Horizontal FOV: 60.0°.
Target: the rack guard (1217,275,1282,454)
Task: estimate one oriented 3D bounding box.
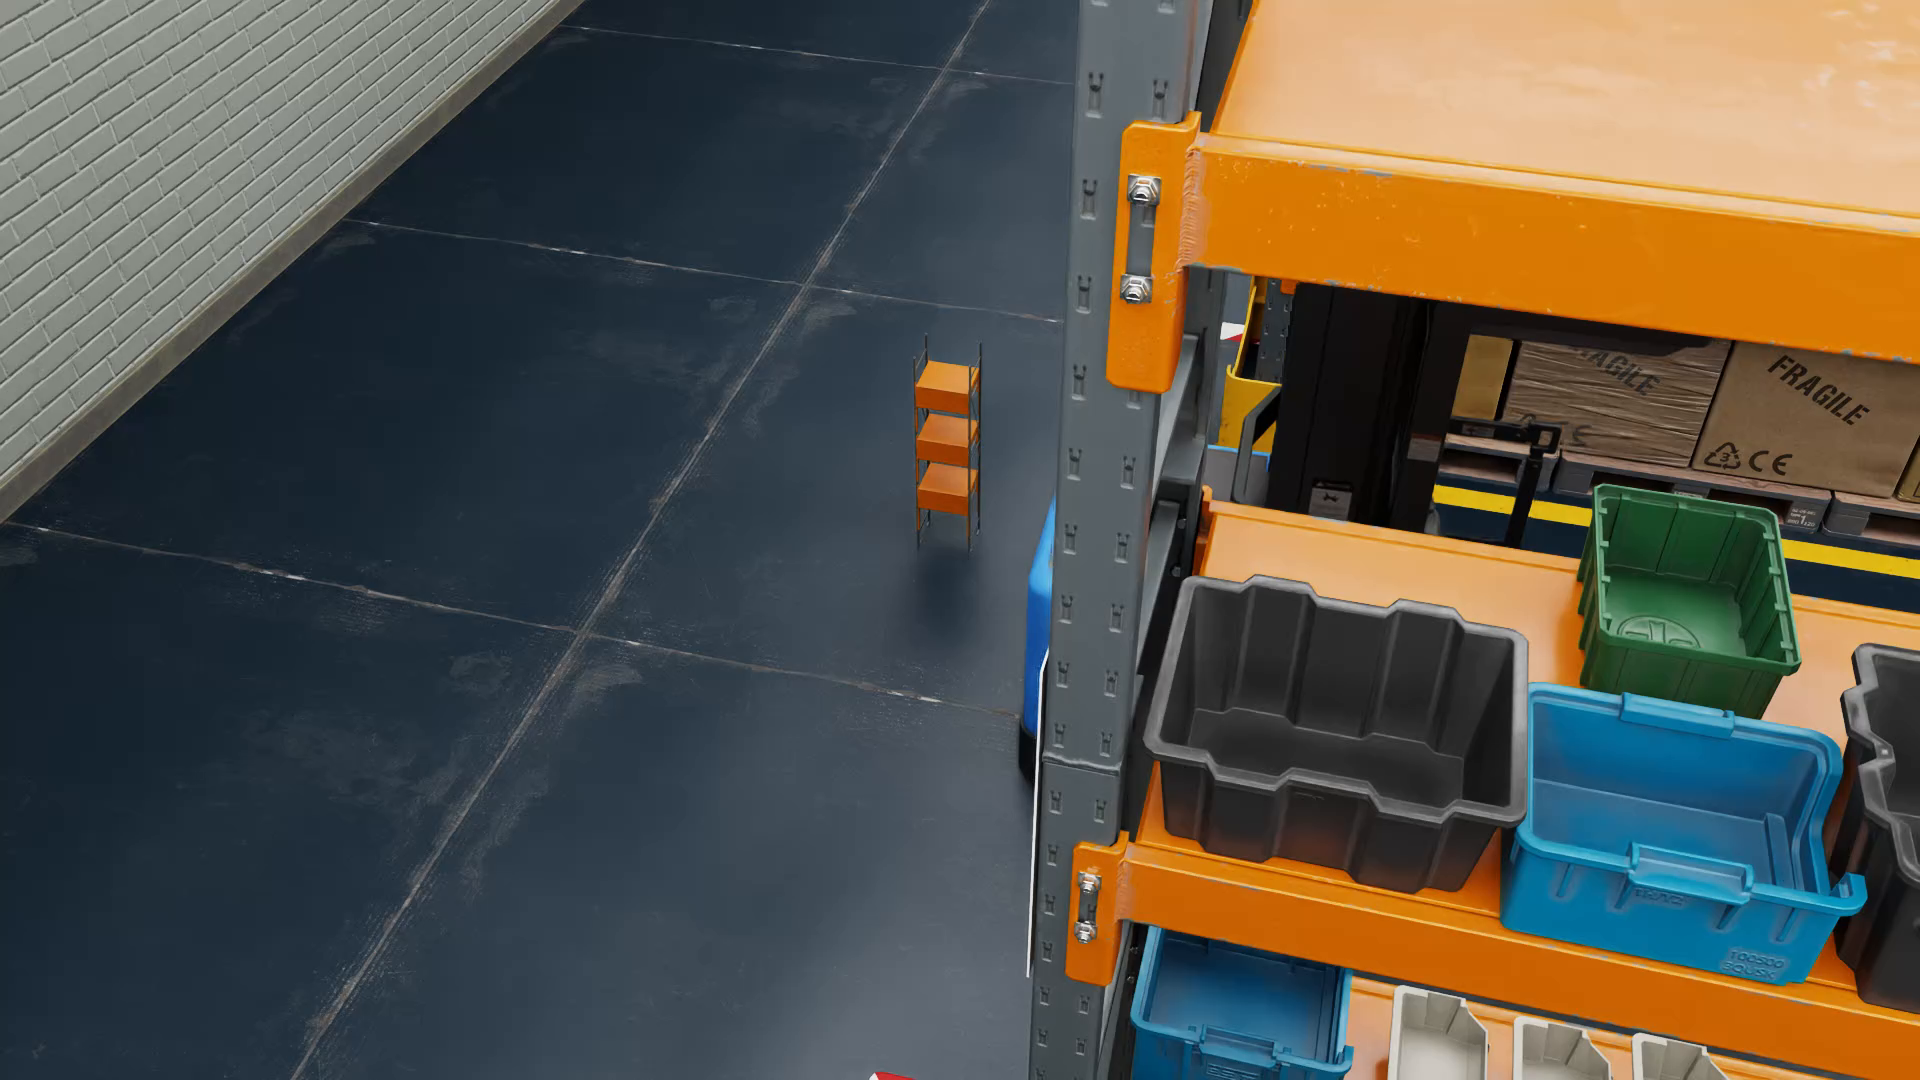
[{"bbox_3d":[1.580,-0.918,8.478,0.348,0.500,1.175,10,41,11],"label":"rack guard"}]

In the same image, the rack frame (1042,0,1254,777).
[{"bbox_3d":[0.323,-1.091,2.076,0.127,3.000,1.000,10,41,11],"label":"rack frame"}]

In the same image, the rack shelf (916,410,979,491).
[{"bbox_3d":[-0.052,-0.403,7.454,0.240,0.259,0.215,10,41,11],"label":"rack shelf"}]

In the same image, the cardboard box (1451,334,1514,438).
[{"bbox_3d":[2.242,-1.161,8.150,0.875,0.875,0.875,10,41,11],"label":"cardboard box"}]

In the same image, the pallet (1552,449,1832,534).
[{"bbox_3d":[3.570,-0.514,8.223,1.213,0.211,1.003,10,41,11],"label":"pallet"}]

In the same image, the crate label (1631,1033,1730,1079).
[{"bbox_3d":[1.709,1.396,3.939,0.243,0.136,0.396,10,41,11],"label":"crate label"}]

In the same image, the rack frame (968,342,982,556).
[{"bbox_3d":[0.066,-0.391,7.423,0.008,1.050,0.200,10,41,11],"label":"rack frame"}]

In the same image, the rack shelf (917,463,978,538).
[{"bbox_3d":[-0.052,-0.190,7.633,0.240,0.259,0.215,10,41,11],"label":"rack shelf"}]

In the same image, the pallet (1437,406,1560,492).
[{"bbox_3d":[2.395,-0.719,8.466,1.213,0.211,1.003,10,41,11],"label":"pallet"}]

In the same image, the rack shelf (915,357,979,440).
[{"bbox_3d":[-0.052,-0.620,7.272,0.240,0.259,0.215,10,41,11],"label":"rack shelf"}]

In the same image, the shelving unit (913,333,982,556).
[{"bbox_3d":[-0.052,-0.411,7.448,0.252,1.050,0.215,10,41,11],"label":"shelving unit"}]

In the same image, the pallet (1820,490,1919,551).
[{"bbox_3d":[4.753,-0.313,7.983,1.213,0.211,1.003,10,41,11],"label":"pallet"}]

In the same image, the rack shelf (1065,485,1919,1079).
[{"bbox_3d":[2.255,0.666,2.877,4.000,0.370,1.077,10,41,11],"label":"rack shelf"}]

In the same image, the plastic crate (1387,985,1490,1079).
[{"bbox_3d":[1.157,1.307,4.044,0.243,0.136,0.396,10,41,11],"label":"plastic crate"}]

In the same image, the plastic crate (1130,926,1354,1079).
[{"bbox_3d":[0.694,1.109,4.047,0.499,0.435,0.616,10,41,11],"label":"plastic crate"}]

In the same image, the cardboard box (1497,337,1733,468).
[{"bbox_3d":[3.121,-1.010,7.970,0.875,0.875,0.875,10,41,11],"label":"cardboard box"}]

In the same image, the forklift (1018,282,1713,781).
[{"bbox_3d":[1.805,-0.241,5.782,3.031,2.935,1.130,8,41,10],"label":"forklift"}]

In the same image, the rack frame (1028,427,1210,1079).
[{"bbox_3d":[0.323,1.206,4.006,0.127,3.000,1.000,10,41,11],"label":"rack frame"}]

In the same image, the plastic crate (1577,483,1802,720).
[{"bbox_3d":[1.349,0.125,3.125,0.336,0.188,0.450,10,41,11],"label":"plastic crate"}]

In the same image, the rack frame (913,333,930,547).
[{"bbox_3d":[-0.170,-0.431,7.472,0.008,1.050,0.200,10,41,11],"label":"rack frame"}]

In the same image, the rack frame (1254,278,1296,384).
[{"bbox_3d":[1.603,-1.871,7.670,0.127,3.000,1.000,10,41,11],"label":"rack frame"}]

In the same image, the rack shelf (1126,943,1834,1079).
[{"bbox_3d":[2.255,1.814,3.841,4.000,0.370,1.077,10,41,11],"label":"rack shelf"}]

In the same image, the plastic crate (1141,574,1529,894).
[{"bbox_3d":[0.622,0.345,2.801,0.590,0.269,0.497,10,41,11],"label":"plastic crate"}]

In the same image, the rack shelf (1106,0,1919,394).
[{"bbox_3d":[2.255,-0.330,2.041,4.000,0.370,1.077,10,41,11],"label":"rack shelf"}]

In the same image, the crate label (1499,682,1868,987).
[{"bbox_3d":[1.130,0.469,2.667,0.502,0.251,0.408,10,41,11],"label":"crate label"}]

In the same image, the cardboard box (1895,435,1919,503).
[{"bbox_3d":[4.850,-0.712,7.616,0.875,0.875,0.875,10,41,11],"label":"cardboard box"}]

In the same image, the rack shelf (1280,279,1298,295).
[{"bbox_3d":[3.535,-1.263,7.505,4.000,0.370,1.077,10,41,11],"label":"rack shelf"}]

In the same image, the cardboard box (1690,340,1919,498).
[{"bbox_3d":[3.981,-0.862,7.794,0.875,0.875,0.875,10,41,11],"label":"cardboard box"}]

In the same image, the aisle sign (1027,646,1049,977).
[{"bbox_3d":[0.176,0.383,2.964,0.004,0.787,0.394,10,41,11],"label":"aisle sign"}]

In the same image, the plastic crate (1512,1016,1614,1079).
[{"bbox_3d":[1.433,1.365,3.976,0.243,0.136,0.396,10,41,11],"label":"plastic crate"}]

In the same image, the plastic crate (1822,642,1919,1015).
[{"bbox_3d":[1.727,0.506,2.555,0.767,0.338,0.504,10,41,11],"label":"plastic crate"}]
